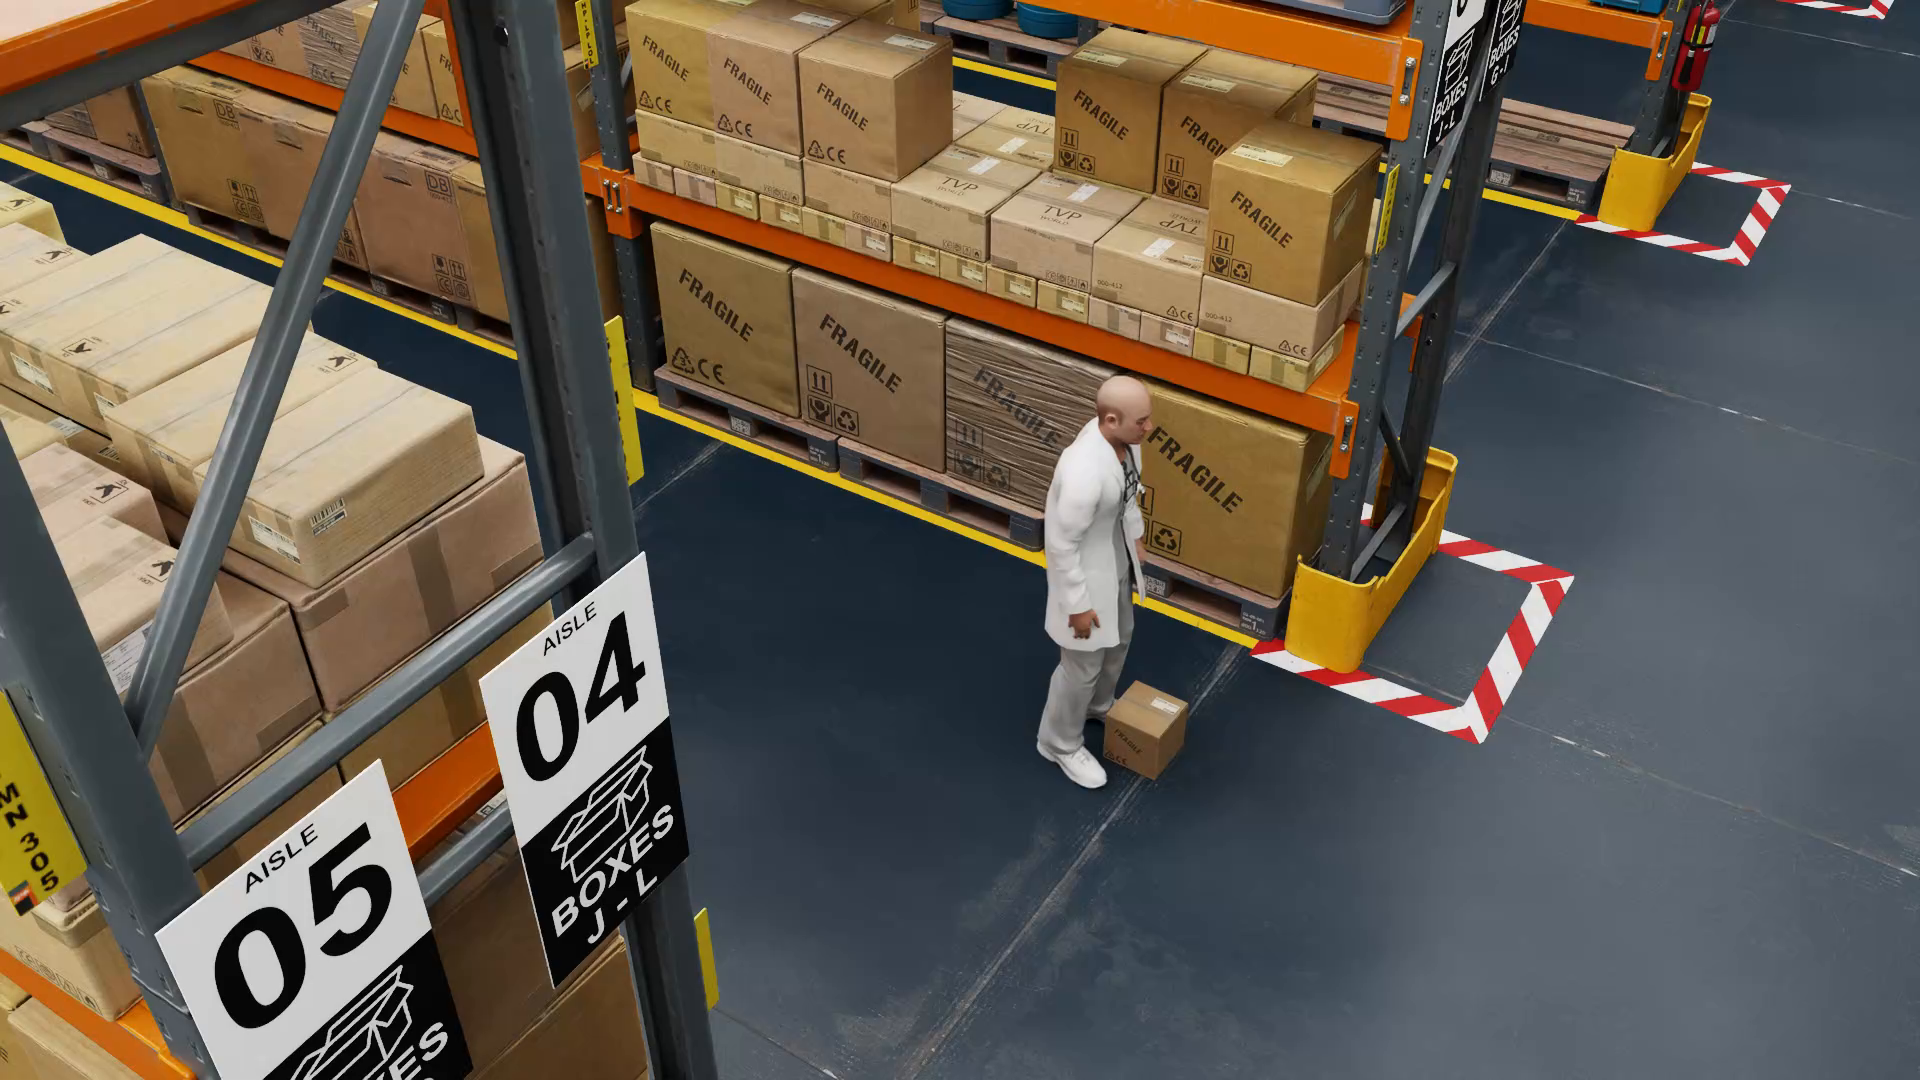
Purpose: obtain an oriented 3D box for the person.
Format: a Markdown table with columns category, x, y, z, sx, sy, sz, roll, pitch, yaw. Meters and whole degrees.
| category | x | y | z | sx | sy | sz | roll | pitch | yaw |
| --- | --- | --- | --- | --- | --- | --- | --- | --- | --- |
| person | 0.549 | 0.121 | 6.537 | 0.423 | 1.775 | 0.655 | 19 | 42 | 22 |
